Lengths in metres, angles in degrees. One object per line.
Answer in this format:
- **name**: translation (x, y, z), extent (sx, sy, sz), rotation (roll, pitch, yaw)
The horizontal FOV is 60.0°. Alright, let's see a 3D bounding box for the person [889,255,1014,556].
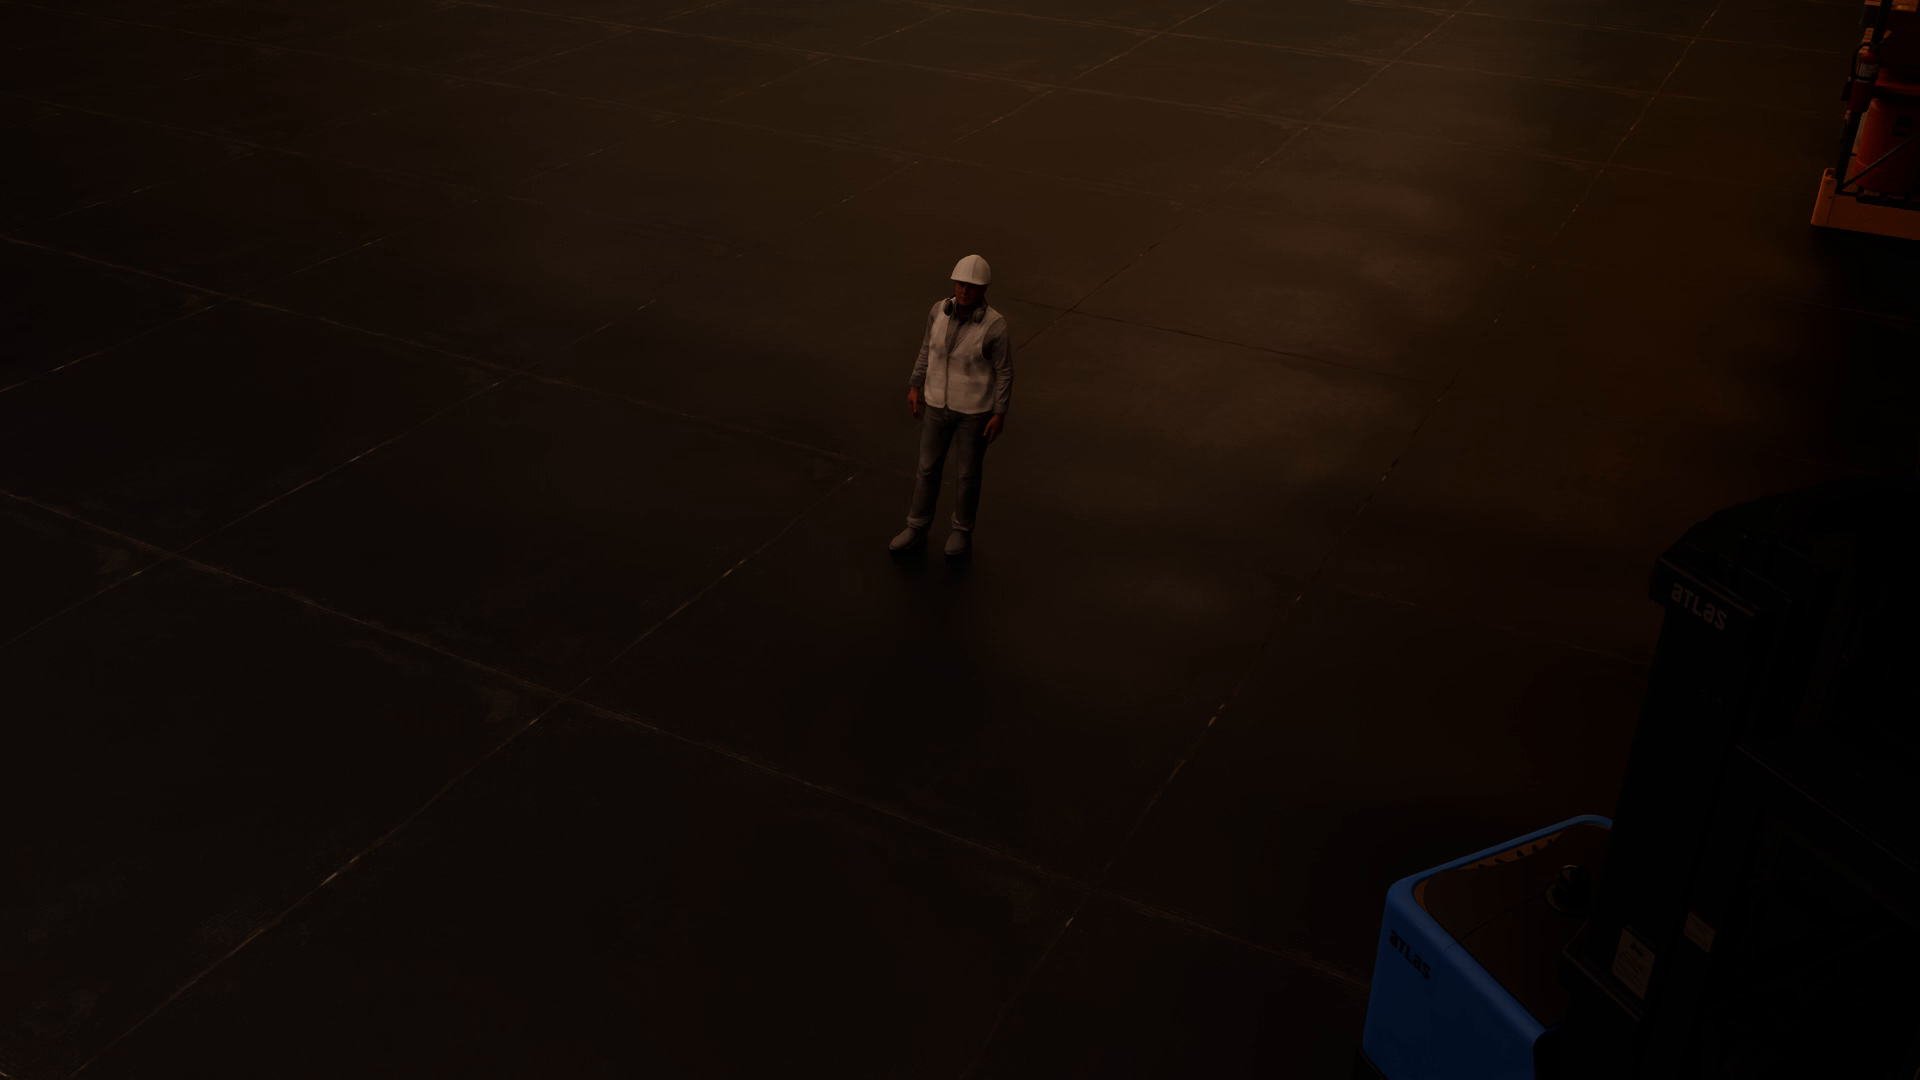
- **person**: translation (-0.037, -0.749, 9.511), extent (0.634, 1.775, 0.566), rotation (15, 33, 25)

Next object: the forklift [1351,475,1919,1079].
- **forklift**: translation (2.550, 1.421, 4.608), extent (1.130, 2.935, 3.031), rotation (-13, 33, -22)
